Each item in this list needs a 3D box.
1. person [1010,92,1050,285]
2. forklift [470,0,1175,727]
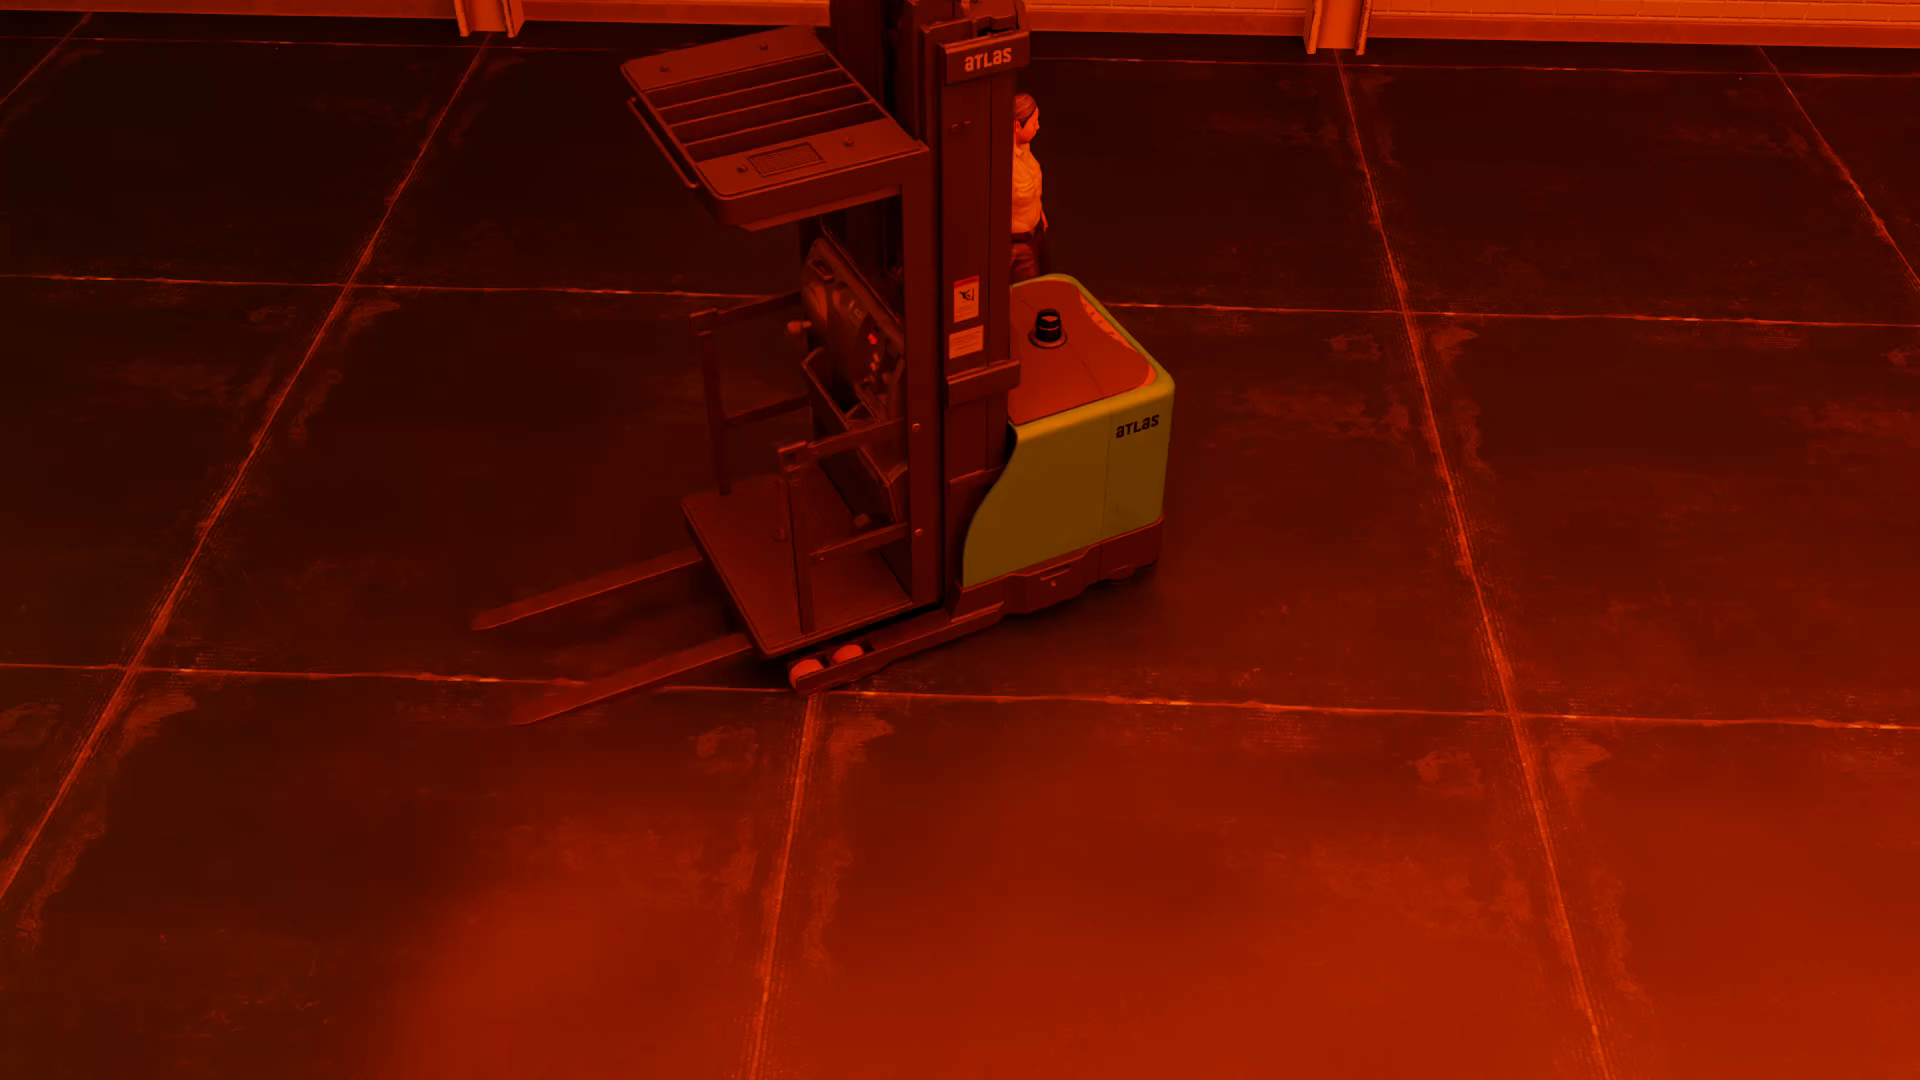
[{"bbox_3d":[0.259,-1.499,8.415,0.498,1.568,0.838,11,44,12],"label":"person"},{"bbox_3d":[-0.620,-0.815,6.635,3.031,2.935,1.130,-18,46,-19],"label":"forklift"}]
